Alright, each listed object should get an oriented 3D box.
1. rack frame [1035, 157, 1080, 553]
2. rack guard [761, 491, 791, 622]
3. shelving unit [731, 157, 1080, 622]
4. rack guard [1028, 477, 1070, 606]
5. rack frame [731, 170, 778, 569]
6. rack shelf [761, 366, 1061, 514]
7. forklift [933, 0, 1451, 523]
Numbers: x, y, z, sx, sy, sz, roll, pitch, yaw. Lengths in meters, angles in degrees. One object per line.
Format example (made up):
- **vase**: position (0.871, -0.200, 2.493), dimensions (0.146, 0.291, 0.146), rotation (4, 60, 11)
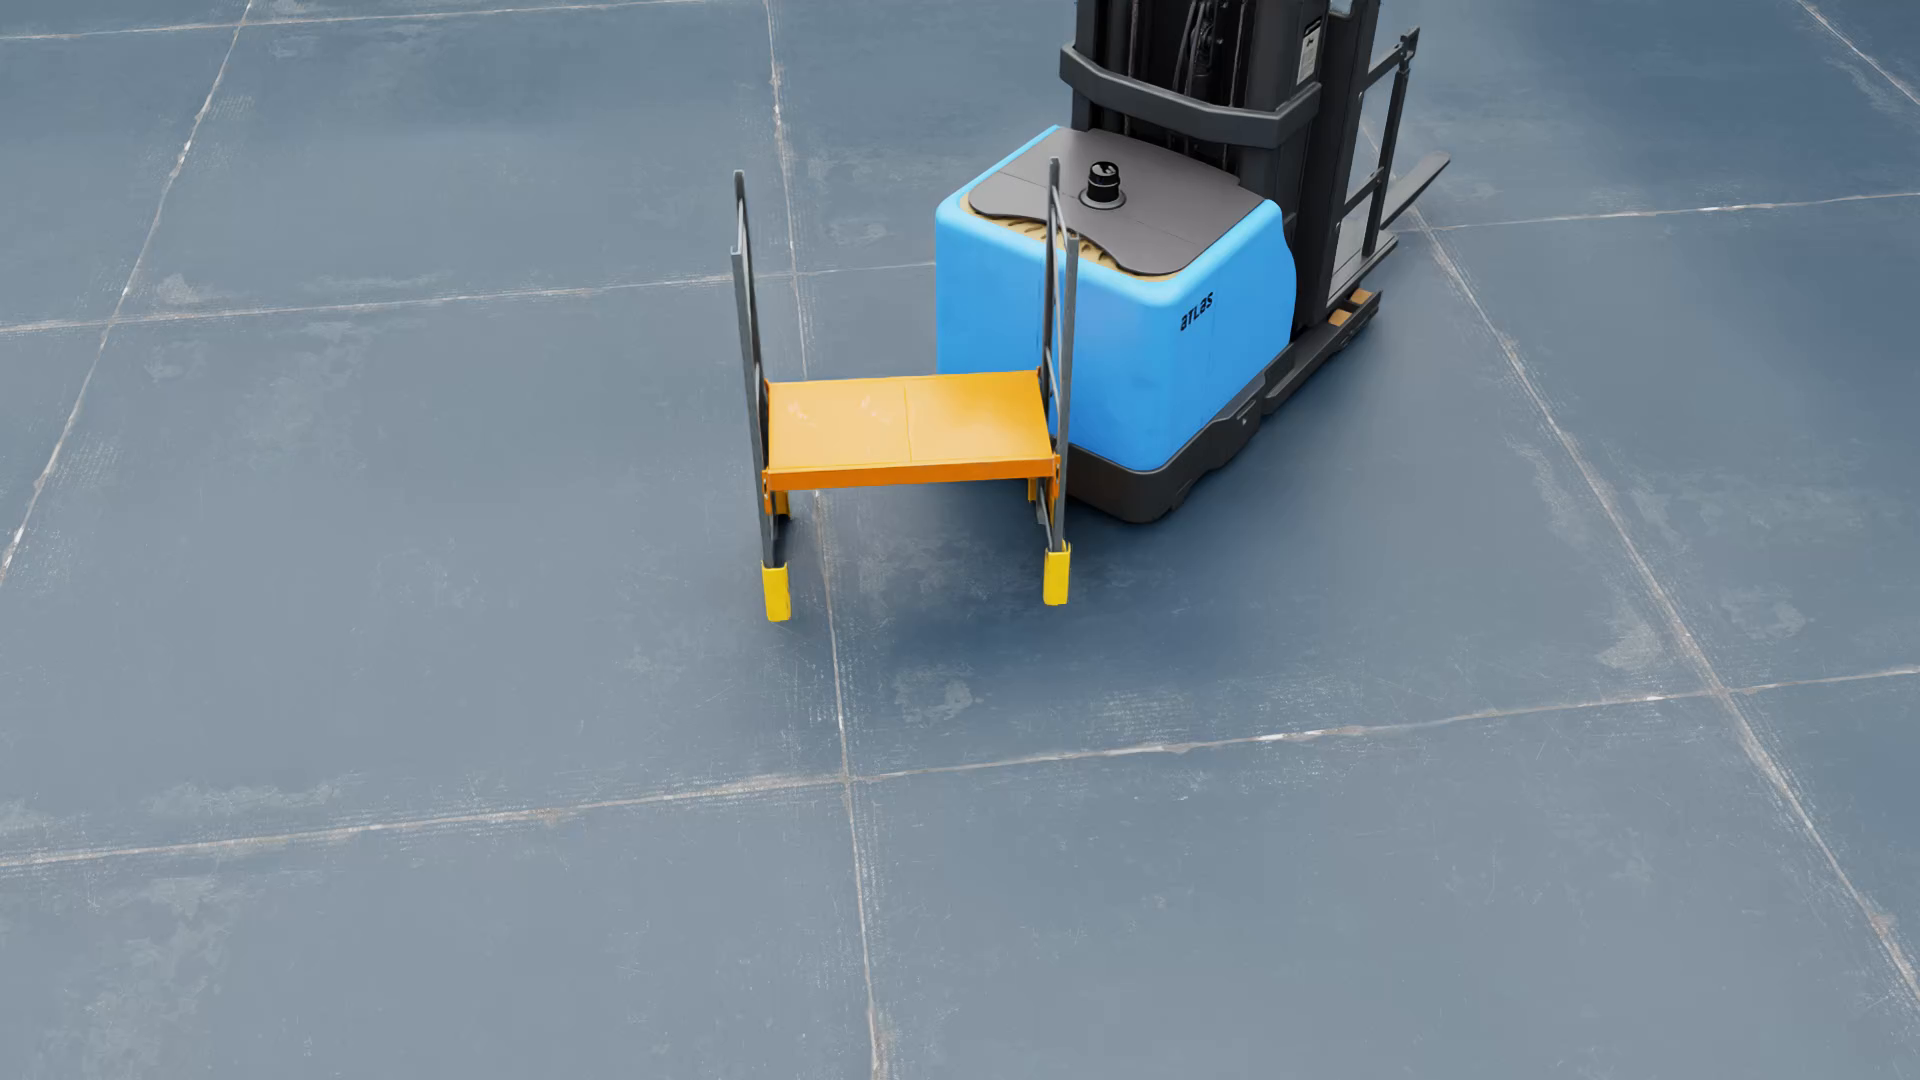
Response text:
- **rack frame**: position (0.325, -0.517, 5.704), dimensions (0.032, 1.500, 0.500), rotation (-3, 42, -3)
- **rack guard**: position (-0.669, 0.001, 6.062), dimensions (0.087, 0.250, 0.587), rotation (-3, 42, -3)
- **shelving unit**: position (-0.172, -0.490, 5.673), dimensions (1.083, 1.500, 0.587), rotation (-3, 42, -3)
- **rack guard**: position (0.324, -0.053, 6.122), dimensions (0.087, 0.250, 0.587), rotation (-3, 42, -3)
- **rack frame**: position (-0.688, -0.462, 5.642), dimensions (0.032, 1.500, 0.500), rotation (-3, 42, -3)
- **rack shelf**: position (-0.181, -0.356, 5.793), dimensions (1.000, 0.185, 0.538), rotation (-3, 42, -3)
- **forklift**: position (1.178, -2.092, 6.380), dimensions (1.130, 2.935, 3.031), rotation (27, 48, 26)
